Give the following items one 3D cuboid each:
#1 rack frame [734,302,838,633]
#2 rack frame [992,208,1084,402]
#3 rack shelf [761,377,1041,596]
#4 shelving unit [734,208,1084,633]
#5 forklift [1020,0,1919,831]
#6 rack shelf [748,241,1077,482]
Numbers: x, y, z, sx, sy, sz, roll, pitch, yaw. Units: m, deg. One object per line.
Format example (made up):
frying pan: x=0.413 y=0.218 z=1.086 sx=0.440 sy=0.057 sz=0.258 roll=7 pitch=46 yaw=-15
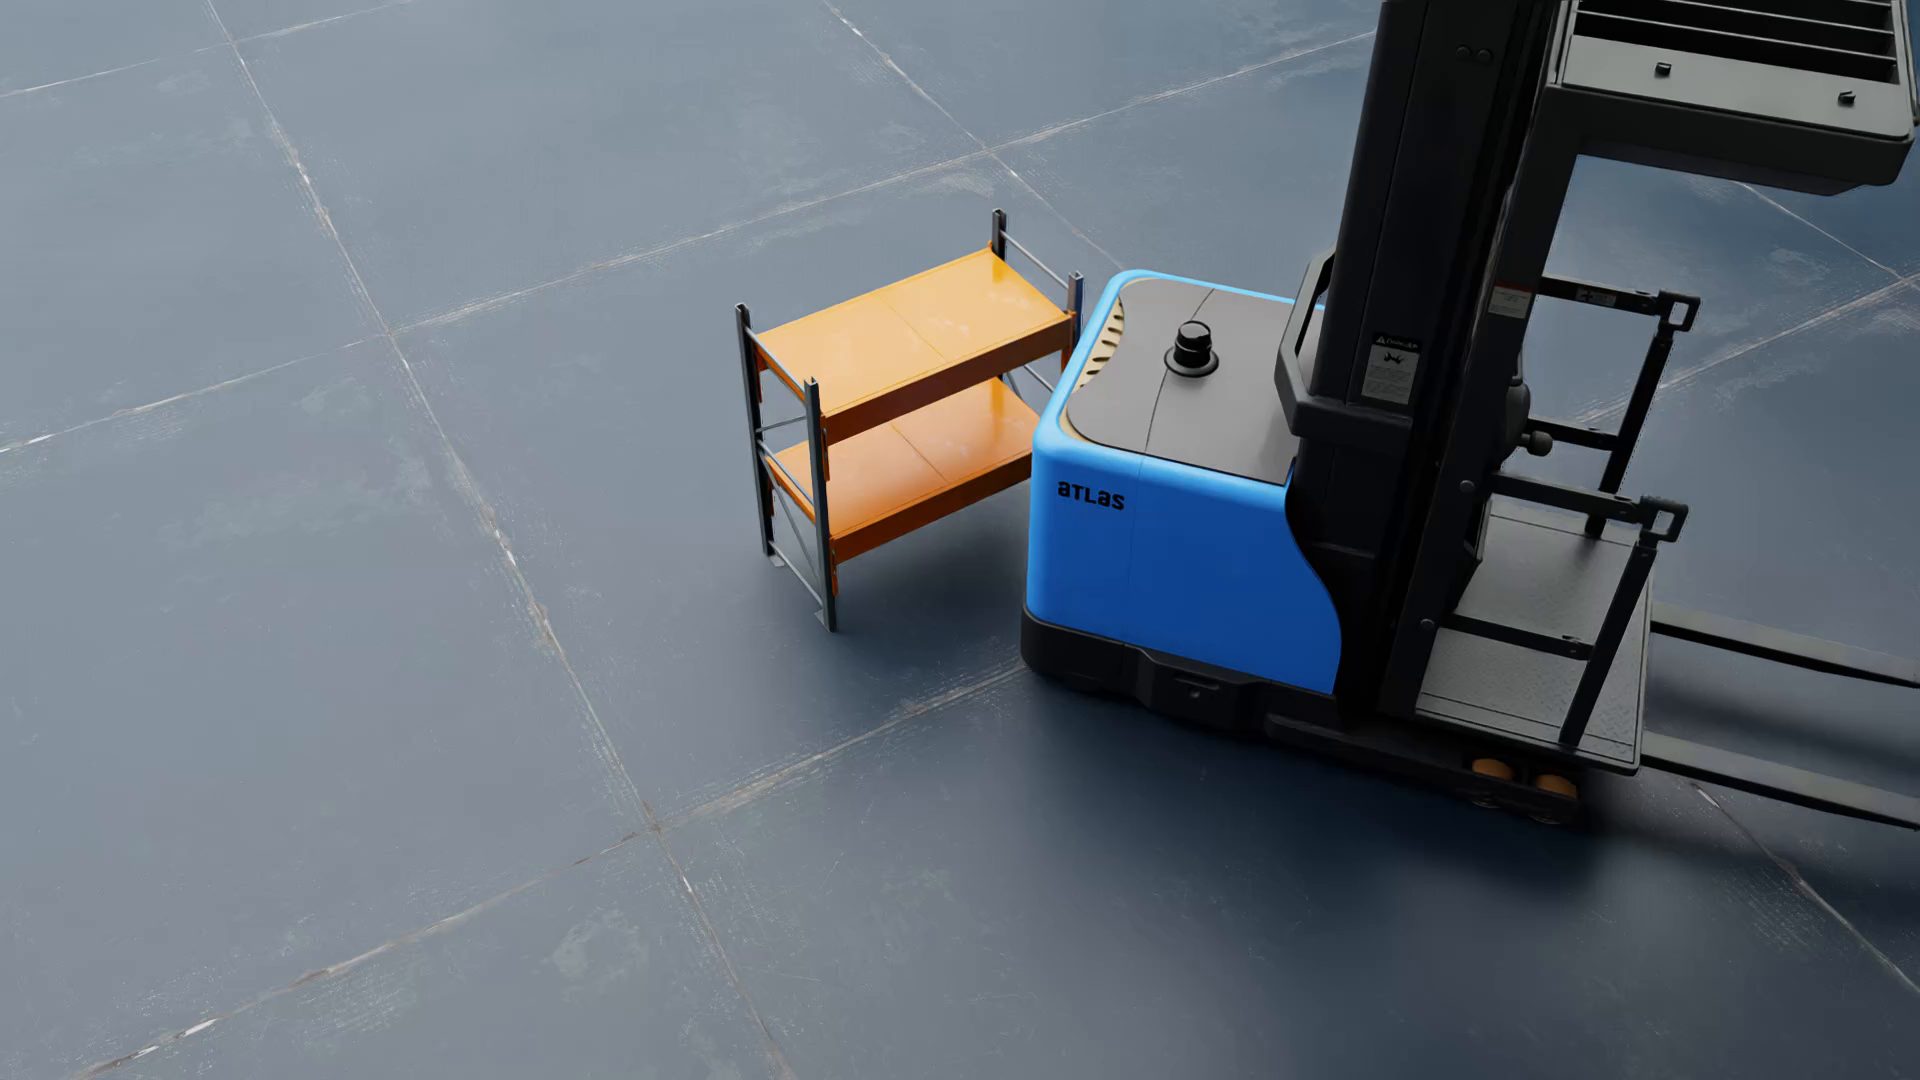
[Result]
rack frame: x=-0.587 y=-0.223 z=5.672 sx=0.032 sy=1.125 sz=0.500 roll=-25 pitch=49 yaw=-23
rack frame: x=0.262 y=-0.613 z=6.074 sx=0.032 sy=1.125 sz=0.500 roll=-25 pitch=49 yaw=-23
rack shelf: x=-0.162 y=-0.242 z=6.043 sx=1.000 sy=0.278 sz=0.538 roll=-25 pitch=49 yaw=-23
shelving unit: x=-0.162 y=-0.418 z=5.873 sx=1.048 sy=1.125 sz=0.538 roll=-25 pitch=49 yaw=-23
forklift: x=1.782 y=-0.564 z=4.727 sx=3.031 sy=2.935 sz=1.130 roll=14 pitch=46 yaw=14
rack shelf: x=-0.162 y=-0.628 z=5.669 sx=1.000 sy=0.278 sz=0.538 roll=-25 pitch=49 yaw=-23
